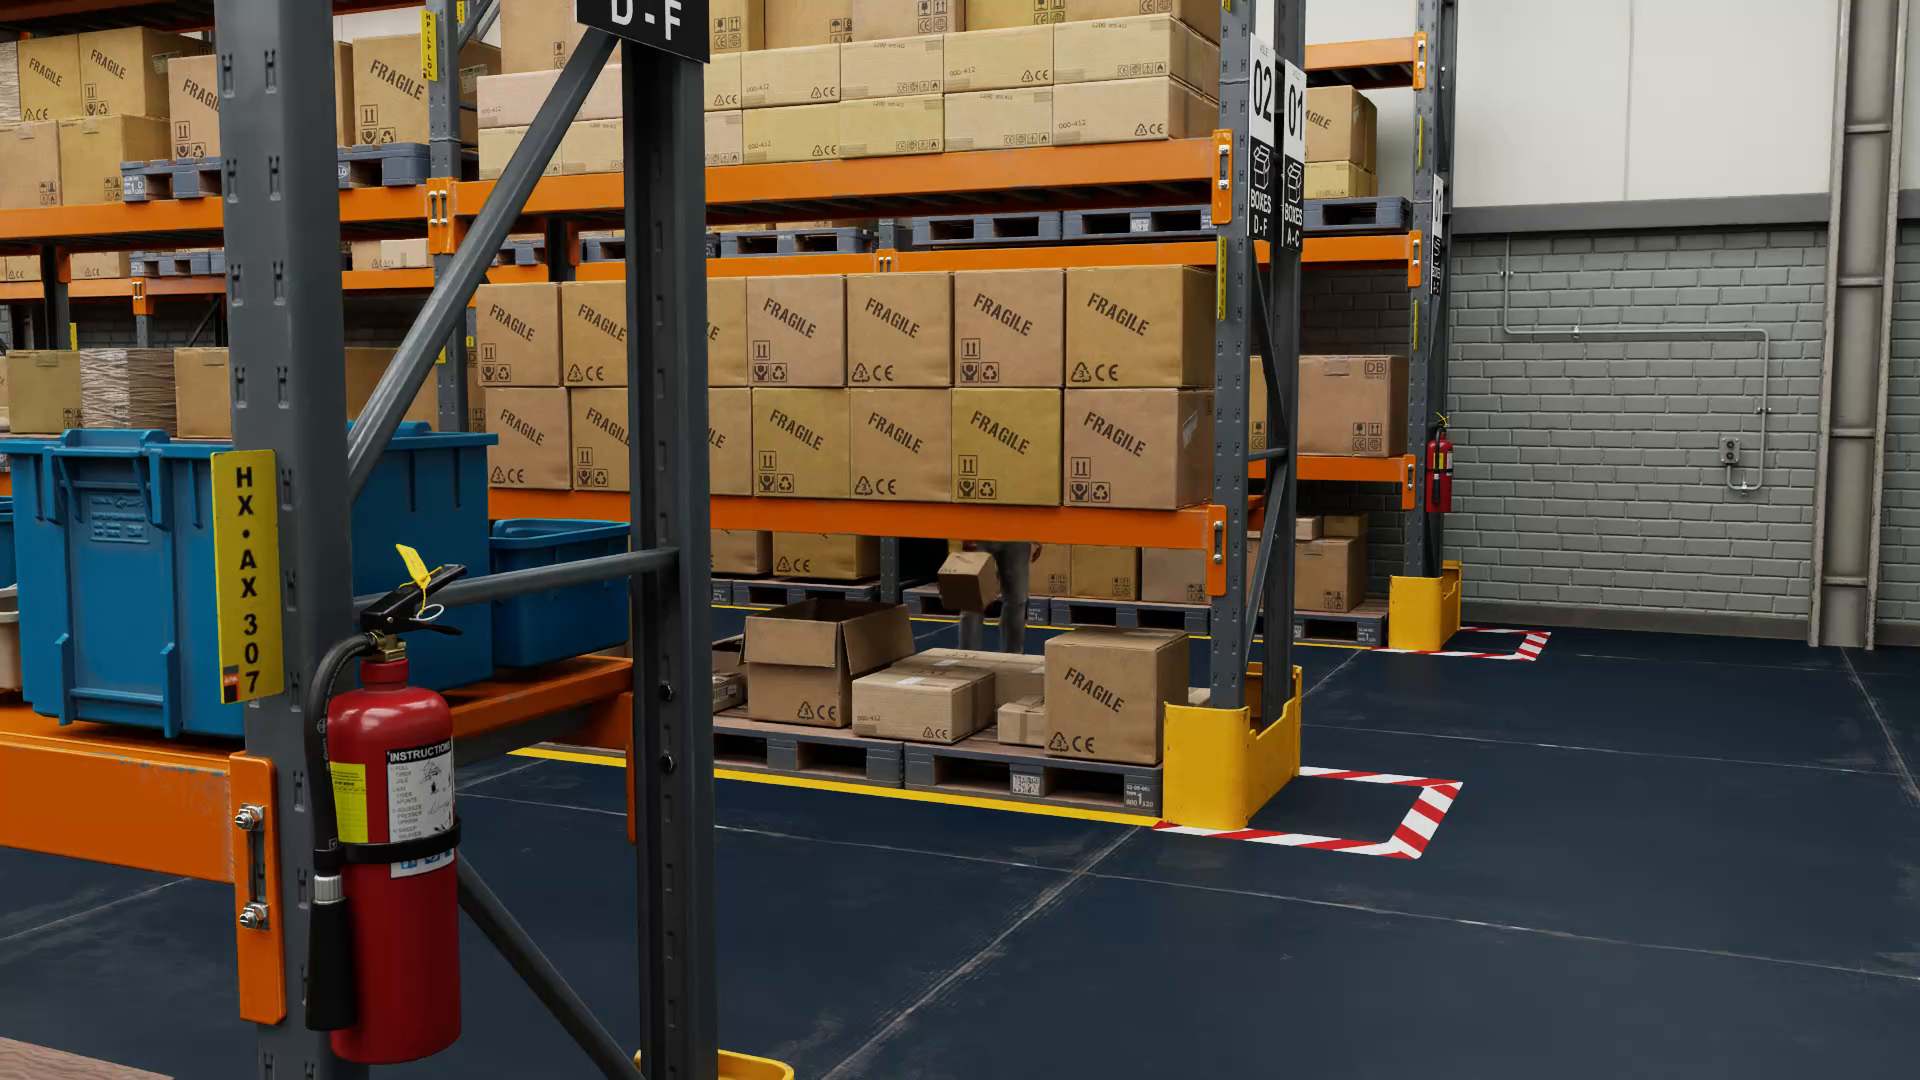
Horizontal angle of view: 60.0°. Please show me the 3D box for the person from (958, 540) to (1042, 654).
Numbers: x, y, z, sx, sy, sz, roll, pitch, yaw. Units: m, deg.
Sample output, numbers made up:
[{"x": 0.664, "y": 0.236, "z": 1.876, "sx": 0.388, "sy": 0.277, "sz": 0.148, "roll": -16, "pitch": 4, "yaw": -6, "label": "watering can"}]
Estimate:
[{"x": 0.213, "y": -0.011, "z": 9.883, "sx": 0.610, "sy": 1.770, "sz": 0.459, "roll": -2, "pitch": 6, "yaw": -16, "label": "person"}]
